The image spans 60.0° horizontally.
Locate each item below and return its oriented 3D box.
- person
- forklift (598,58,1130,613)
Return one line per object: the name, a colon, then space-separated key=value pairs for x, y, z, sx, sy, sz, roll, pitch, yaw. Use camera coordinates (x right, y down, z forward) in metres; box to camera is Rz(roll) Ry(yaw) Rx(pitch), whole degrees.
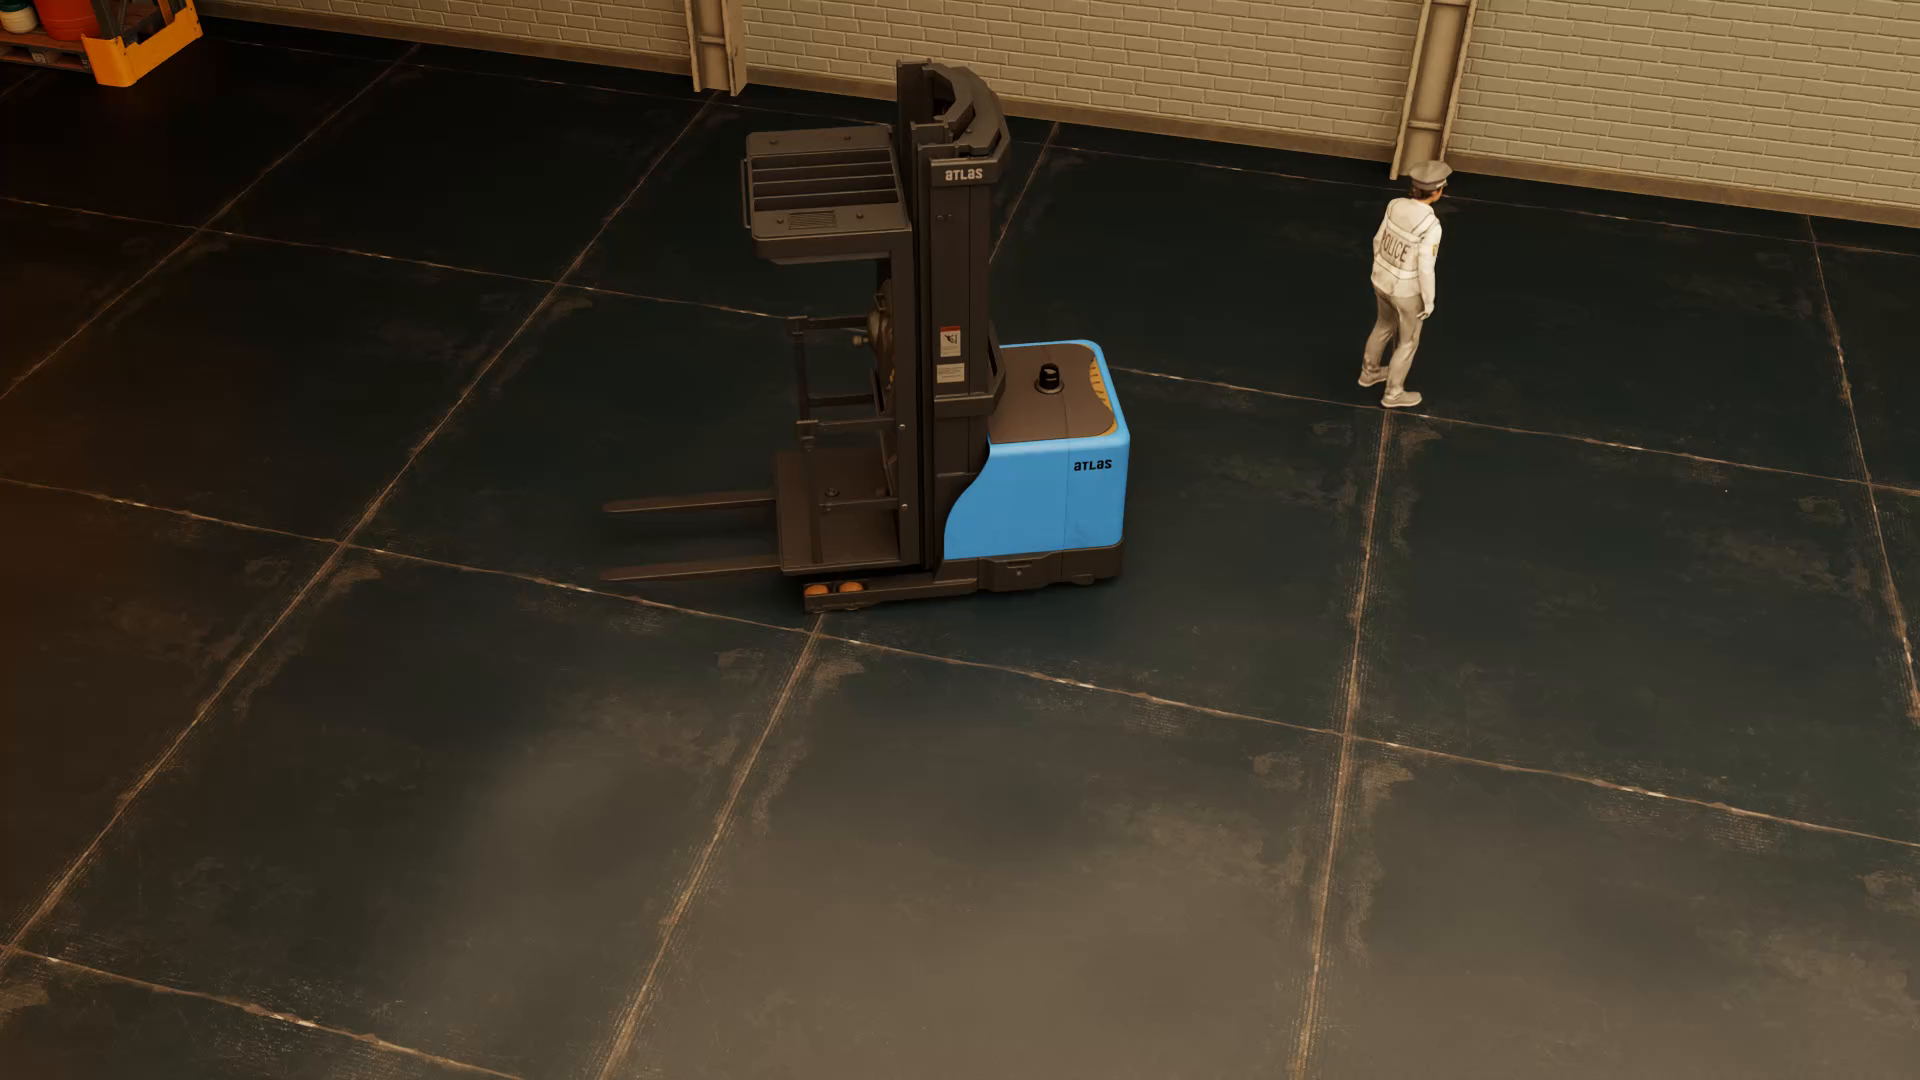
person: x=2.846 y=-1.632 z=10.690 sx=0.371 sy=1.664 sz=0.530 roll=-19 pitch=45 yaw=-21
forklift: x=-0.604 y=-1.052 z=9.062 sx=3.031 sy=2.935 sz=1.130 roll=-5 pitch=41 yaw=-5
